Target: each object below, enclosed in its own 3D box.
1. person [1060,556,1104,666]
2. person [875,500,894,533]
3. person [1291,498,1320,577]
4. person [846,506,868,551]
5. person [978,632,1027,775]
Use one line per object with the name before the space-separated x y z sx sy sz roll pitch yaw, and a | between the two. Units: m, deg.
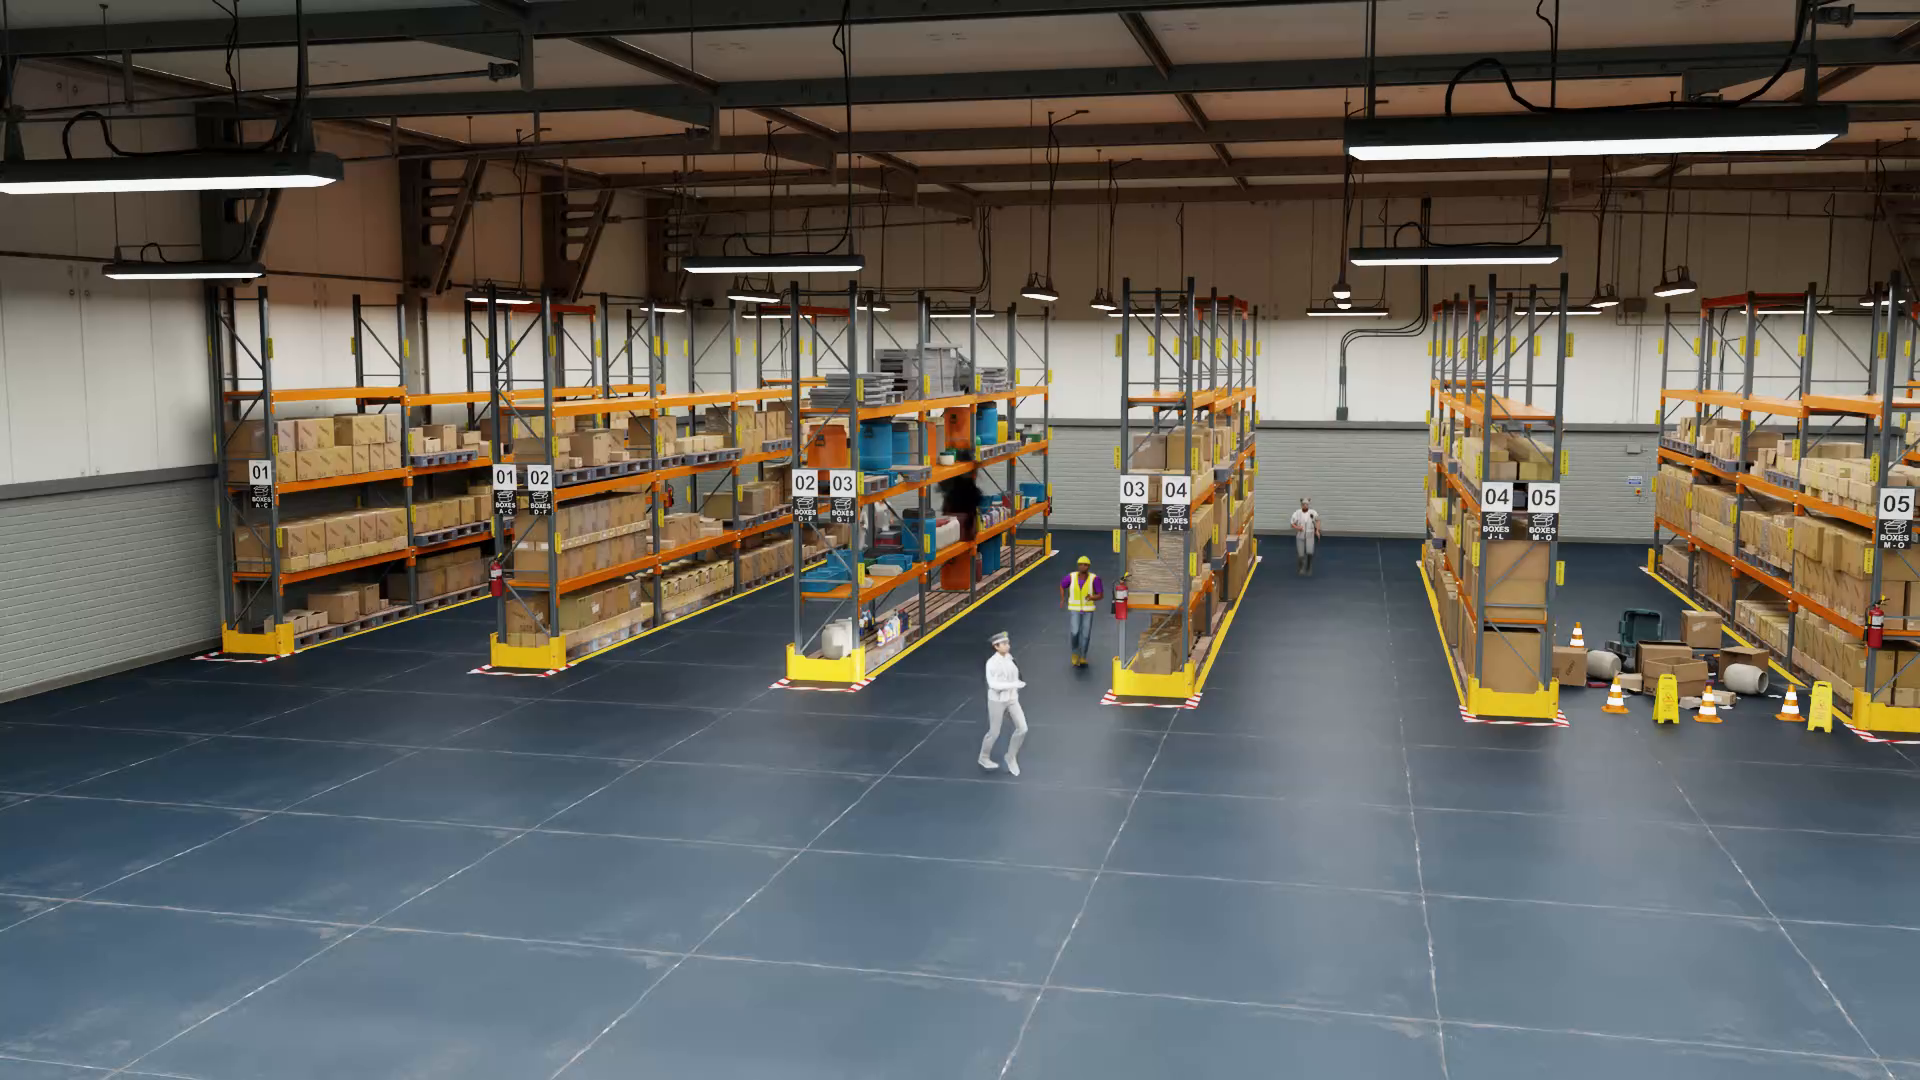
person | 1.913 1.119 26.201 0.692 1.741 0.660 0 7 3
person | -1.829 -0.304 38.740 0.553 1.676 0.951 0 7 4
person | 7.576 -0.056 36.500 0.636 1.771 0.781 1 7 12
person | -2.270 -0.118 36.675 0.520 1.521 0.574 0 7 1
person | 0.518 1.923 19.592 0.579 1.725 0.703 -6 9 -44
